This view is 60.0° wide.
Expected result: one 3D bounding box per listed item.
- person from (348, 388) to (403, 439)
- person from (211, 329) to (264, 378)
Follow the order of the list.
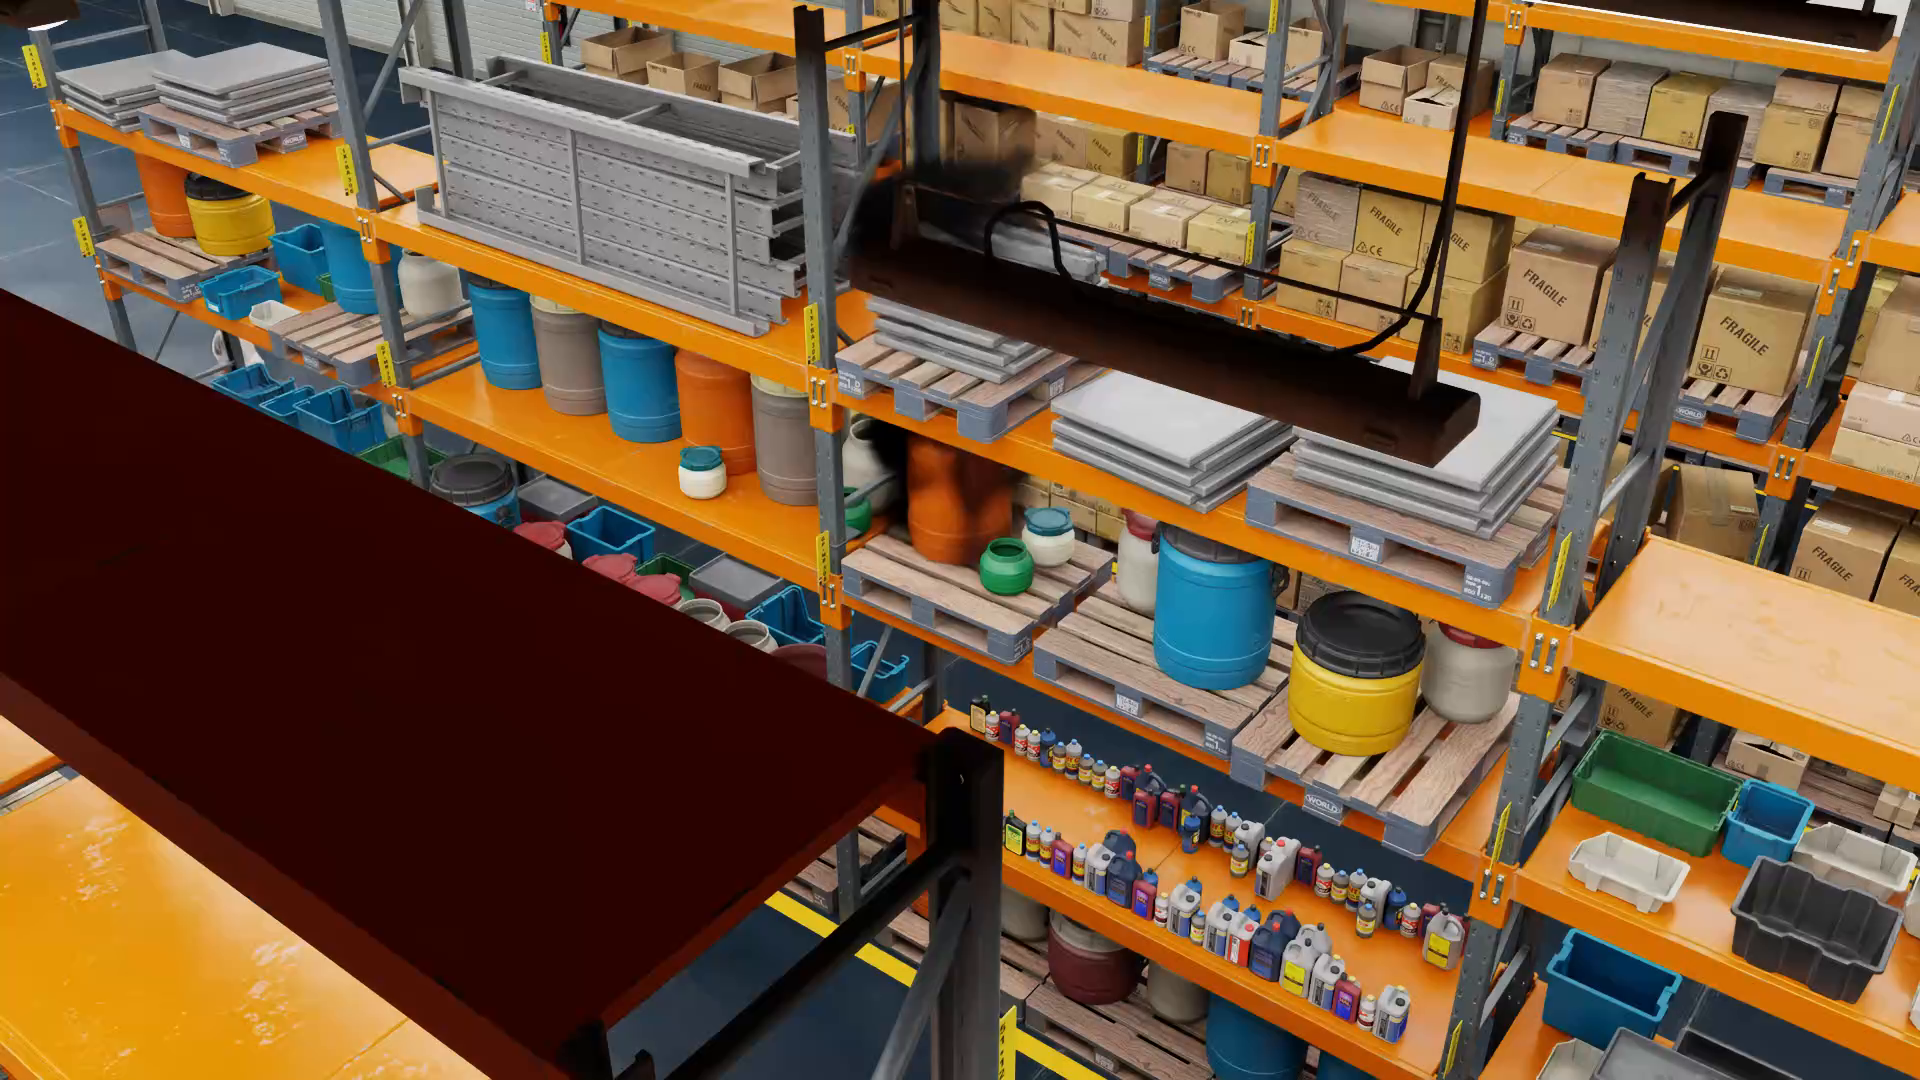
[{"bbox_3d":[-5.741,-1.462,16.014,0.684,1.837,0.709,11,33,17],"label":"person"},{"bbox_3d":[-6.967,-1.610,16.279,0.688,1.730,0.726,1,31,2],"label":"person"}]
